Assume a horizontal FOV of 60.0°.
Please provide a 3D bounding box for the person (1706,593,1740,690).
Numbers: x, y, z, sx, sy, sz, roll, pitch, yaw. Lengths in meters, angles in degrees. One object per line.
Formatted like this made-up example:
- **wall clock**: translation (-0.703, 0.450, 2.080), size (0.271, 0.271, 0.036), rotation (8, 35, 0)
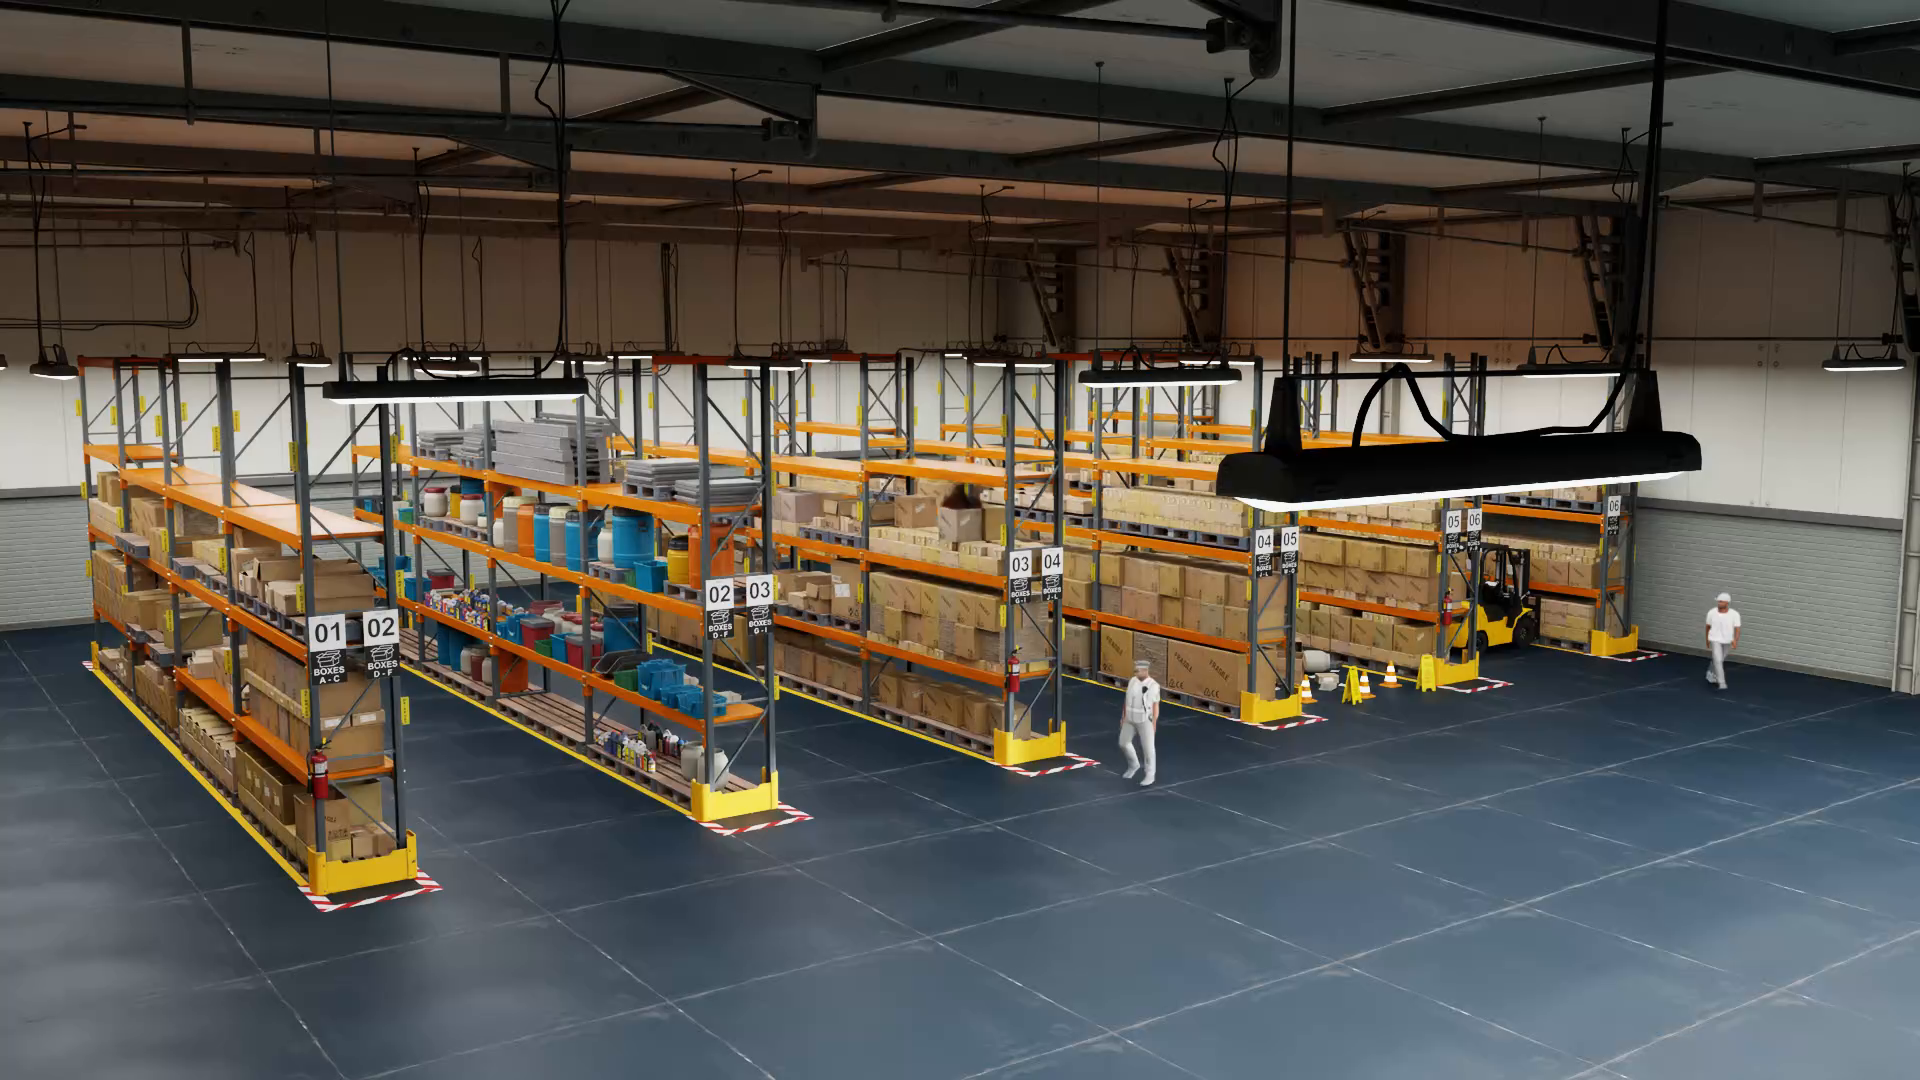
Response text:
- **person**: translation (13.813, 1.818, 30.075), size (0.486, 1.708, 1.073), rotation (0, 7, -1)

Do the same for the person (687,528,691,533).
- **person**: translation (-6.459, 0.570, 40.234), size (0.607, 1.749, 0.994), rotation (-5, 9, -36)

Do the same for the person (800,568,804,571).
- **person**: translation (-3.242, 1.375, 33.817), size (0.597, 1.645, 1.000), rotation (-5, 9, -36)

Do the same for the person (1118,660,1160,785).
- **person**: translation (2.572, 2.591, 23.749), size (0.580, 1.781, 0.428), rotation (6, 9, 40)
